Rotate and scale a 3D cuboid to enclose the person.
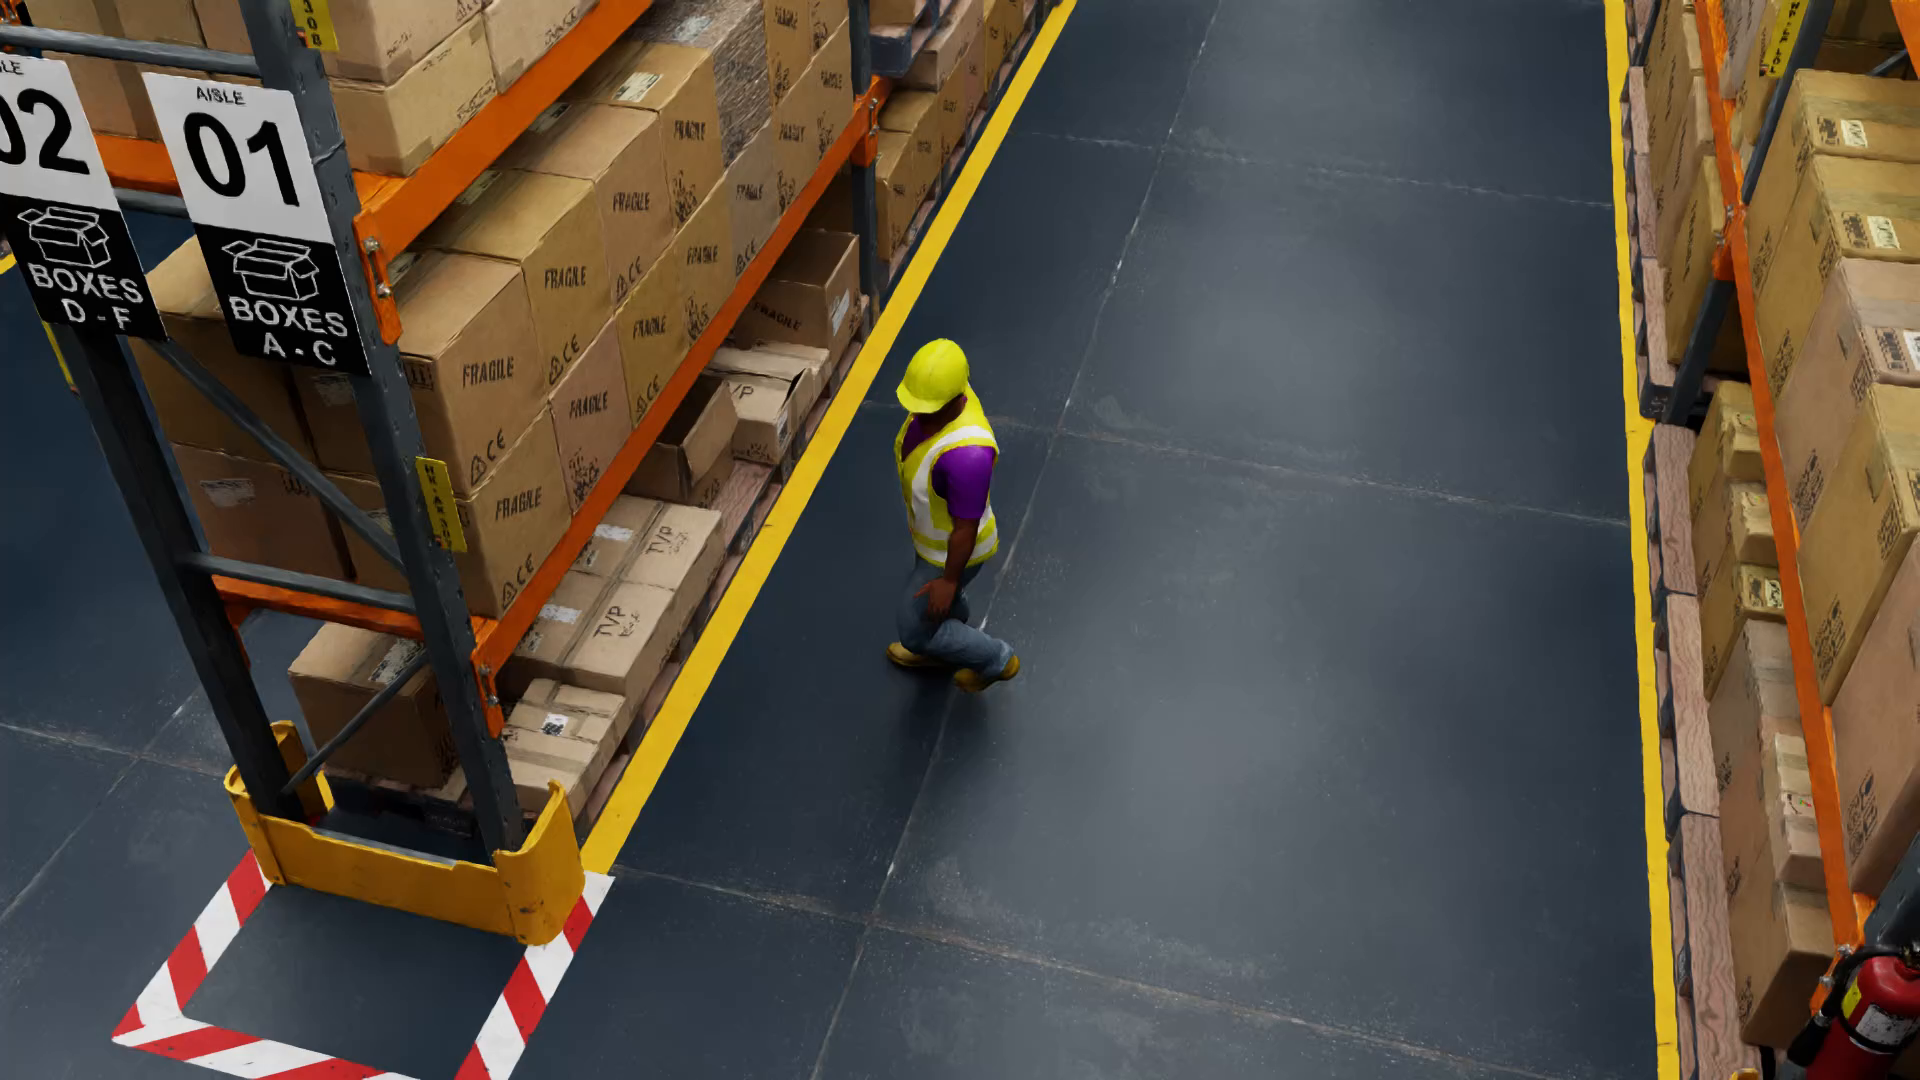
[{"bbox_3d":[-0.017,-0.030,6.163,0.494,1.758,0.635,-7,41,-9],"label":"person"}]
